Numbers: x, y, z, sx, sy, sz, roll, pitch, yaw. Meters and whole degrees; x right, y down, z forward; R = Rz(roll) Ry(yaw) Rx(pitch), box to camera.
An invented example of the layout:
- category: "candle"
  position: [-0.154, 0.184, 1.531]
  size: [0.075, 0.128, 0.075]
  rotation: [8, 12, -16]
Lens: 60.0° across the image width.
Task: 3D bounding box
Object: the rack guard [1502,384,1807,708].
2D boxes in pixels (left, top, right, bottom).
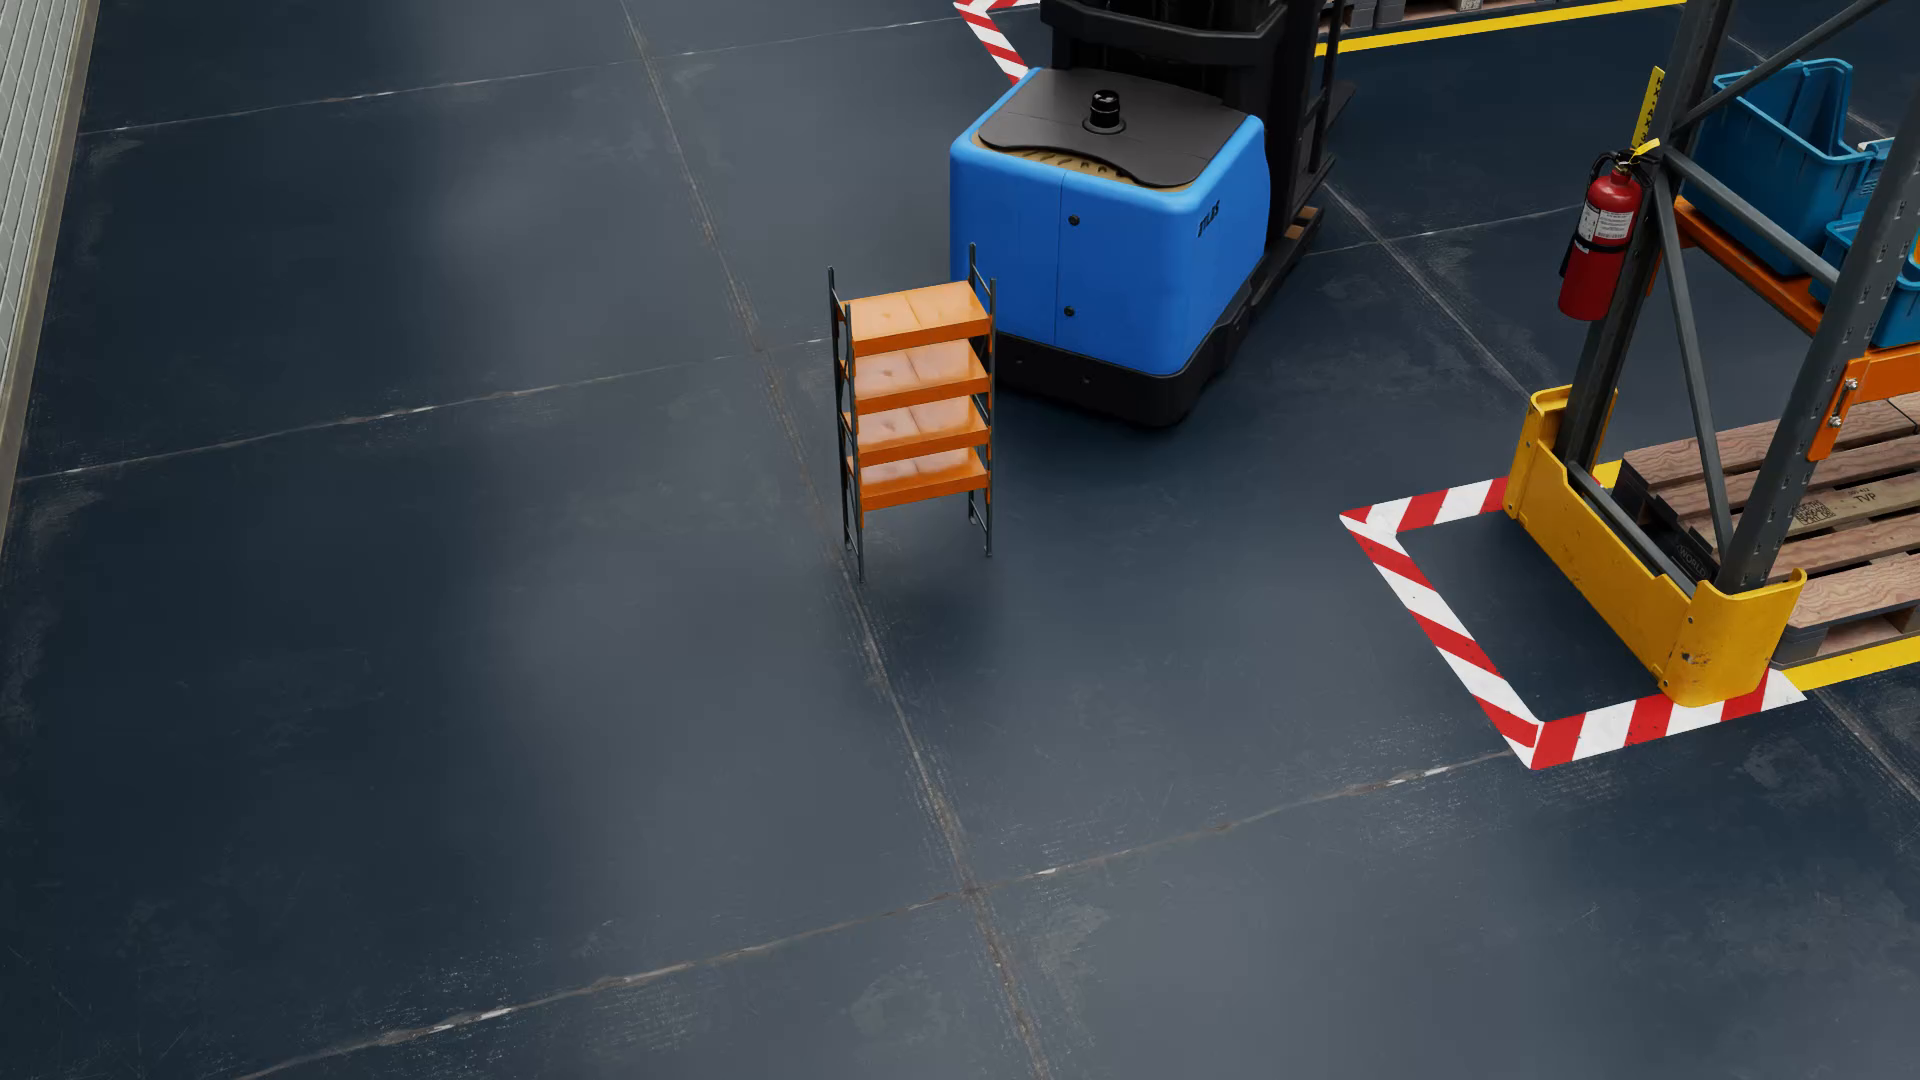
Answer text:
- category: "rack guard"
  position: [2.409, -0.013, 5.885]
  size: [0.348, 0.500, 1.175]
  rotation: [-12, 42, -13]

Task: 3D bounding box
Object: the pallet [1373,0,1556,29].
- category: "pallet"
  position: [2.841, -3.471, 10.062]
  size: [1.213, 0.211, 1.003]
  rotation: [-12, 42, -13]

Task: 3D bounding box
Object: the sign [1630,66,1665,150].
- category: "sign"
  position: [2.247, -1.370, 5.415]
  size: [0.005, 0.325, 0.100]
  rotation: [-12, 42, -13]

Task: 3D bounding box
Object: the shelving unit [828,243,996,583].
- category: "shelving unit"
  position: [-0.158, -0.419, 5.818]
  size: [0.503, 1.200, 0.258]
  rotation: [-12, 42, -13]

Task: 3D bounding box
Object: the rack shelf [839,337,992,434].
- category: "rack shelf"
  position: [-0.158, -0.537, 5.715]
  size: [0.480, 0.148, 0.258]
  rotation: [-12, 42, -13]

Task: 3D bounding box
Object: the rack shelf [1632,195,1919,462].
- category: "rack shelf"
  position: [4.336, -1.091, 5.766]
  size: [4.000, 0.370, 1.077]
  rotation: [-12, 42, -13]

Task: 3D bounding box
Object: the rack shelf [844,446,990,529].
- category: "rack shelf"
  position: [-0.158, -0.219, 5.993]
  size: [0.480, 0.148, 0.258]
  rotation: [-12, 42, -13]

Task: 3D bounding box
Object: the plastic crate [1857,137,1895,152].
- category: "plastic crate"
  position: [3.151, -1.165, 5.459]
  size: [0.243, 0.136, 0.396]
  rotation: [-12, 42, -13]

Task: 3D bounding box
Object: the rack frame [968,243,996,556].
- category: "rack frame"
  position: [0.075, -0.467, 5.873]
  size: [0.015, 1.200, 0.240]
  rotation: [-12, 42, -13]

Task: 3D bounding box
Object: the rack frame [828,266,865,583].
- category: "rack frame"
  position: [-0.391, -0.371, 5.763]
  size: [0.015, 1.200, 0.240]
  rotation: [-12, 42, -13]

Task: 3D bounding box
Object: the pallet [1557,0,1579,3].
- category: "pallet"
  position: [4.007, -3.714, 10.341]
  size: [1.213, 0.211, 1.003]
  rotation: [-12, 42, -13]

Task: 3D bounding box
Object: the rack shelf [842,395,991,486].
- category: "rack shelf"
  position: [-0.158, -0.368, 5.862]
  size: [0.480, 0.148, 0.258]
  rotation: [-12, 42, -13]

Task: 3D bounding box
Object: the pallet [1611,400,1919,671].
- category: "pallet"
  position: [3.226, -0.056, 6.153]
  size: [1.213, 0.211, 1.003]
  rotation: [-12, 42, -13]

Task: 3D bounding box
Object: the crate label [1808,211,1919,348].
- category: "crate label"
  position: [2.762, -0.769, 4.932]
  size: [0.303, 0.233, 0.416]
  rotation: [-12, 42, -13]

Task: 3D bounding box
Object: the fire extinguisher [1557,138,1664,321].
- category: "fire extinguisher"
  position: [2.148, -1.053, 5.517]
  size: [0.183, 0.674, 0.296]
  rotation: [-12, 42, -13]

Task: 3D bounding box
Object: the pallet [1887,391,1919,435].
- category: "pallet"
  position: [4.388, -0.294, 6.426]
  size: [1.213, 0.211, 1.003]
  rotation: [-12, 42, -13]

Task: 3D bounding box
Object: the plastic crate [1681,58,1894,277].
- category: "plastic crate"
  position: [2.691, -1.186, 5.255]
  size: [0.499, 0.435, 0.616]
  rotation: [-12, 42, -13]

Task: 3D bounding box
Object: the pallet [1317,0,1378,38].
- category: "pallet"
  position: [1.679, -3.232, 9.789]
  size: [1.213, 0.211, 1.003]
  rotation: [-12, 42, -13]

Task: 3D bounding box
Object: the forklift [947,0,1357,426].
- category: "forklift"
  position: [1.065, -2.523, 6.910]
  size: [1.130, 2.935, 3.031]
  rotation: [19, 44, 20]

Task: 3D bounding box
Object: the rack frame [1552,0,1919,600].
- category: "rack frame"
  position: [2.428, -0.967, 5.077]
  size: [0.127, 3.000, 1.000]
  rotation: [-12, 42, -13]

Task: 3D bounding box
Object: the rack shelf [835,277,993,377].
- category: "rack shelf"
  position: [-0.158, -0.715, 5.559]
  size: [0.480, 0.148, 0.258]
  rotation: [-12, 42, -13]
